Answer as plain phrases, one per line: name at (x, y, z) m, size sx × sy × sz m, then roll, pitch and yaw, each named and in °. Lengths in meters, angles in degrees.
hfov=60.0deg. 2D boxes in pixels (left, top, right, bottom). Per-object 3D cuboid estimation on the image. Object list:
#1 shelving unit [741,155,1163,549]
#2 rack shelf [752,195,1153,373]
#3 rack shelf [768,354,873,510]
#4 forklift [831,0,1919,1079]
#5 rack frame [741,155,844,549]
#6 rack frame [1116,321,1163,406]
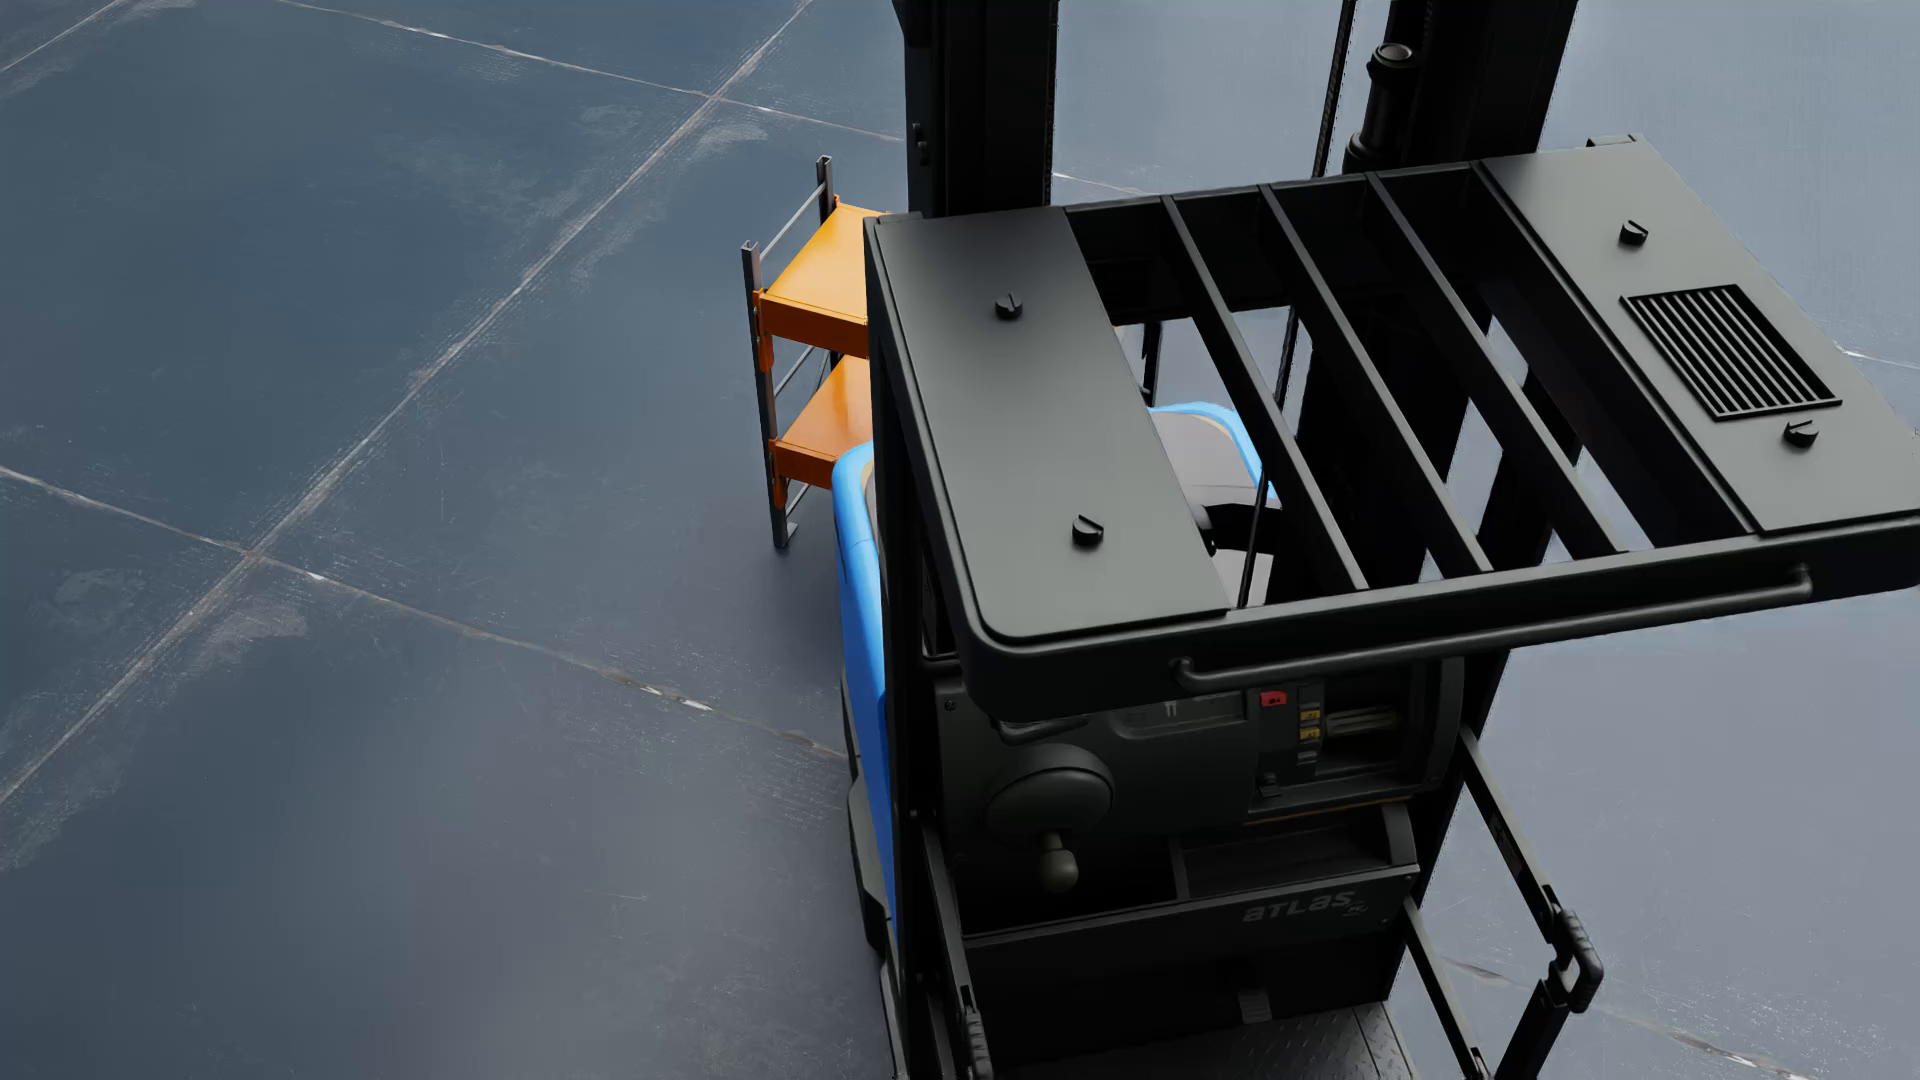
shelving unit at (-0.006, -0.401, 4.855) m, size 1.048 × 1.125 × 0.538 m, roll 16°, pitch 47°, yaw 16°
rack shelf at (-0.006, -0.608, 4.649) m, size 1.000 × 0.278 × 0.538 m, roll 16°, pitch 47°, yaw 16°
rack shelf at (-0.006, -0.227, 5.028) m, size 1.000 × 0.278 × 0.538 m, roll 16°, pitch 47°, yaw 16°
forklift at (0.464, 0.452, 2.718) m, size 1.130 × 2.935 × 3.031 m, roll -8°, pitch 45°, yaw -8°
rack frame at (-0.475, -0.539, 4.994) m, size 0.032 × 1.125 × 0.500 m, roll 16°, pitch 47°, yaw 16°
rack frame at (0.463, -0.263, 4.716) m, size 0.032 × 1.125 × 0.500 m, roll 16°, pitch 47°, yaw 16°
